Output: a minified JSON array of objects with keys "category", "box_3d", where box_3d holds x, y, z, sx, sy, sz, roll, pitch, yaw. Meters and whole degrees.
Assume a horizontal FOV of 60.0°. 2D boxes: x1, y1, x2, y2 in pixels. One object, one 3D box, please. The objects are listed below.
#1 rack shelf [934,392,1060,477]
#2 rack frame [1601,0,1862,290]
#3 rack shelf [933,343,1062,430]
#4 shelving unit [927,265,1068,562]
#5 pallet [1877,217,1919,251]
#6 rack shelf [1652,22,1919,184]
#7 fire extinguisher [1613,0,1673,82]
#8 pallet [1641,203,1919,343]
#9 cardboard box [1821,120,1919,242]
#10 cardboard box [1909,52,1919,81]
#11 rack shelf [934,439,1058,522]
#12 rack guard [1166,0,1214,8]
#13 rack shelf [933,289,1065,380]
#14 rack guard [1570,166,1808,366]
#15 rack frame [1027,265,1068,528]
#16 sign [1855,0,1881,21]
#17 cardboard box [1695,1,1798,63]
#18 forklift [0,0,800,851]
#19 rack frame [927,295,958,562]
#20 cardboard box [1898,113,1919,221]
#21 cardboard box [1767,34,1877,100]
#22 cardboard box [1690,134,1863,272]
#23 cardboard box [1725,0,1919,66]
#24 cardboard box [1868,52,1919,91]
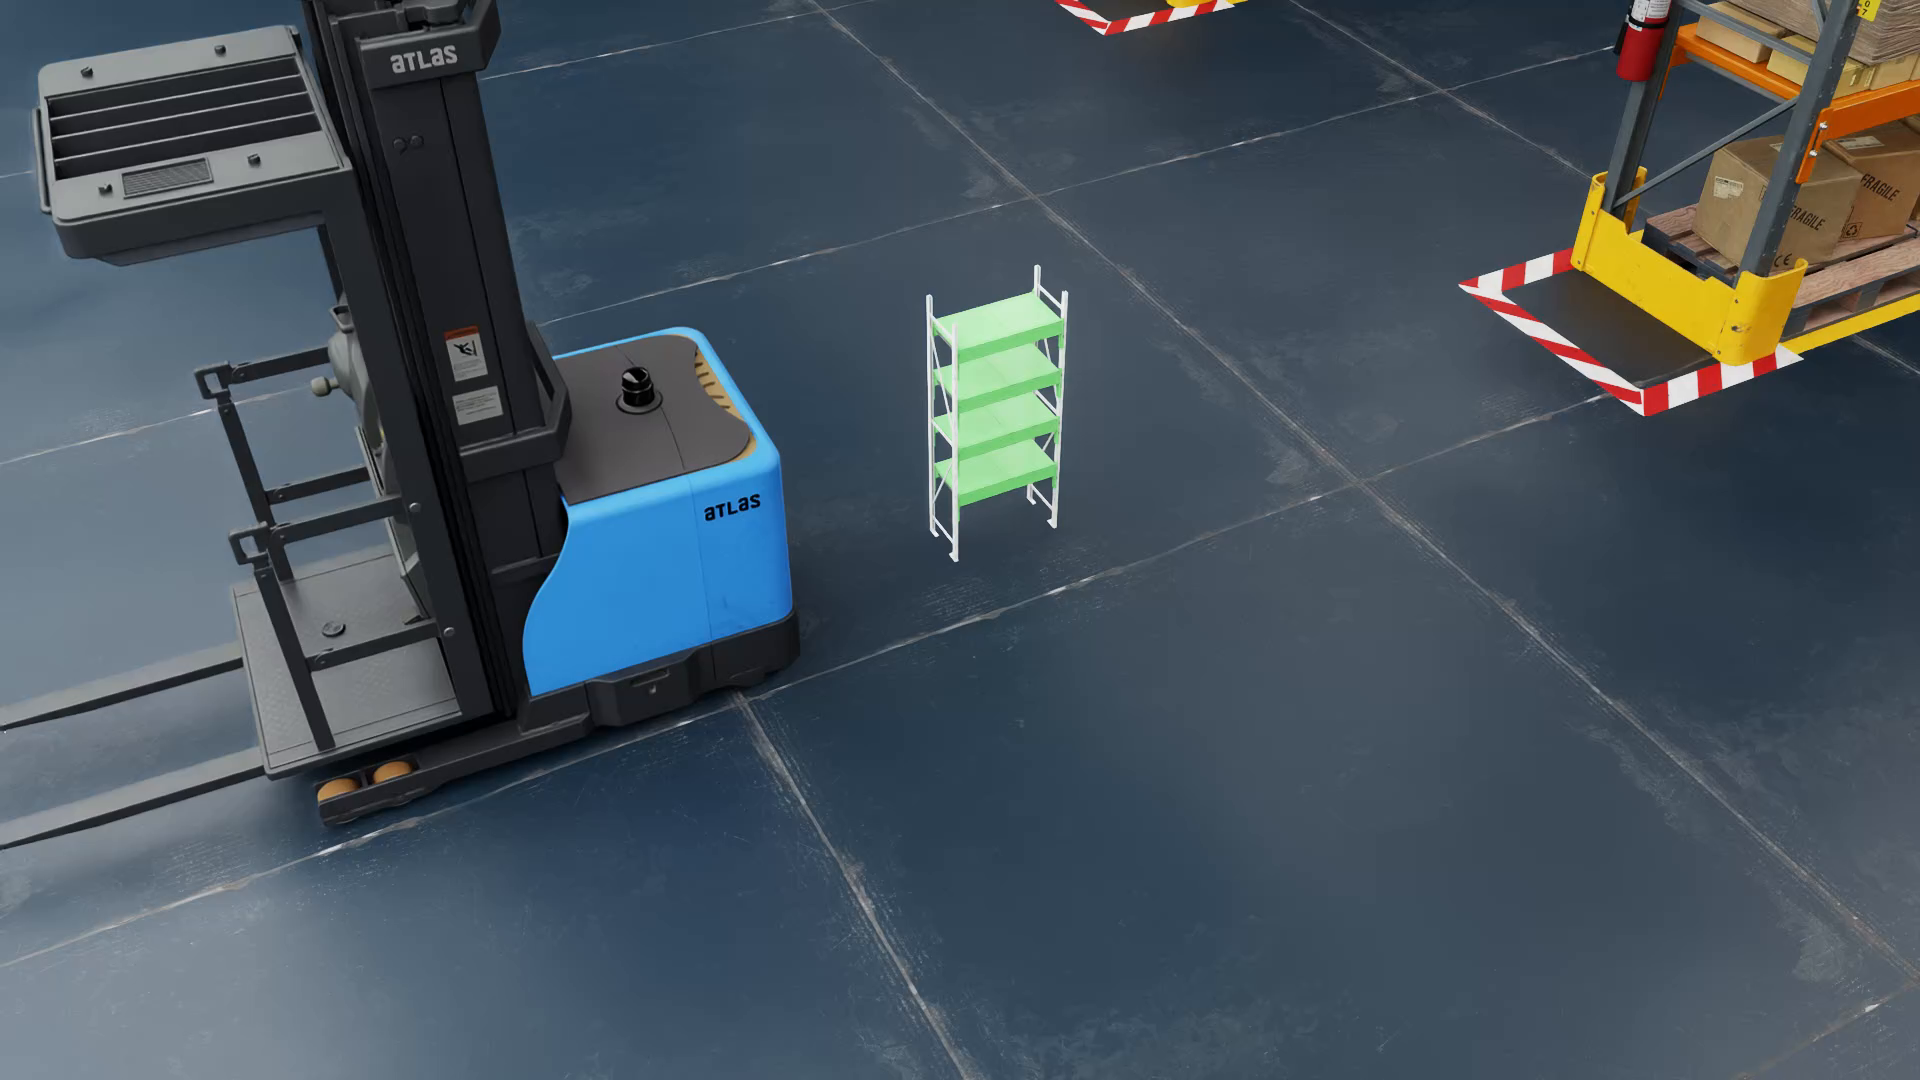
[{"category":"rack shelf","box_3d":[0.147,-0.459,6.962,0.480,0.148,0.258,-19,44,-21]},{"category":"rack frame","box_3d":[3.646,-2.359,7.715,0.127,3.000,1.000,-19,44,-21]},{"category":"rack shelf","box_3d":[0.147,-0.642,6.807,0.480,0.148,0.258,-19,44,-21]},{"category":"shelving unit","box_3d":[0.147,-0.507,6.921,0.503,1.200,0.258,-19,44,-21]},{"category":"pallet","box_3d":[5.531,-1.901,9.332,1.213,0.211,1.003,-19,44,-21]},{"category":"rack shelf","box_3d":[5.420,-2.681,8.652,4.000,0.370,1.077,-19,44,-21]},{"category":"fire extinguisher","box_3d":[3.331,-2.559,8.011,0.183,0.674,0.296,-19,44,-21]},{"category":"pallet","box_3d":[4.450,-1.539,8.905,1.213,0.211,1.003,-19,44,-21]},{"category":"cardboard box","box_3d":[4.722,-1.940,8.829,0.500,0.500,0.500,-8,41,-9]},{"category":"cardboard box","box_3d":[4.468,-2.341,7.888,0.250,0.149,0.380,-19,44,-21]},{"category":"rack shelf","box_3d":[0.147,-0.275,7.117,0.480,0.148,0.258,-19,44,-21]},{"category":"rack guard","box_3d":[1.404,-4.292,11.934,0.348,0.500,1.175,-19,44,-21]},{"category":"rack shelf","box_3d":[0.147,-0.825,6.652,0.480,0.148,0.258,-19,44,-21]},{"category":"rack guard","box_3d":[3.713,-1.427,8.549,0.348,0.500,1.175,-19,44,-21]},{"category":"rack frame","box_3d":[0.363,-0.580,7.007,0.015,1.200,0.240,-19,44,-21]},{"category":"sign","box_3d":[3.897,-2.378,7.068,0.005,0.325,0.100,-19,44,-21]},{"category":"cardboard box","box_3d":[3.803,-2.466,8.036,0.250,0.149,0.380,-19,44,-21]},{"category":"forklift","box_3d":[-2.194,-0.481,5.550,3.031,2.935,1.130,-17,43,-19]},{"category":"rack frame","box_3d":[-0.070,-0.435,6.835,0.015,1.200,0.240,-19,44,-21]},{"category":"cardboard box","box_3d":[5.286,-2.116,9.037,0.500,0.500,0.500,-15,42,-17]},{"category":"cardboard box","box_3d":[4.009,-2.211,7.735,0.250,0.149,0.380,-19,44,-21]},{"category":"cardboard box","box_3d":[4.207,-1.742,8.595,0.500,0.500,0.500,-11,41,-13]},{"category":"cardboard box","box_3d":[4.146,-2.659,7.762,0.500,0.500,0.875,-19,44,-21]},{"category":"cardboard box","box_3d":[4.239,-2.275,7.810,0.250,0.149,0.380,-19,44,-21]}]
